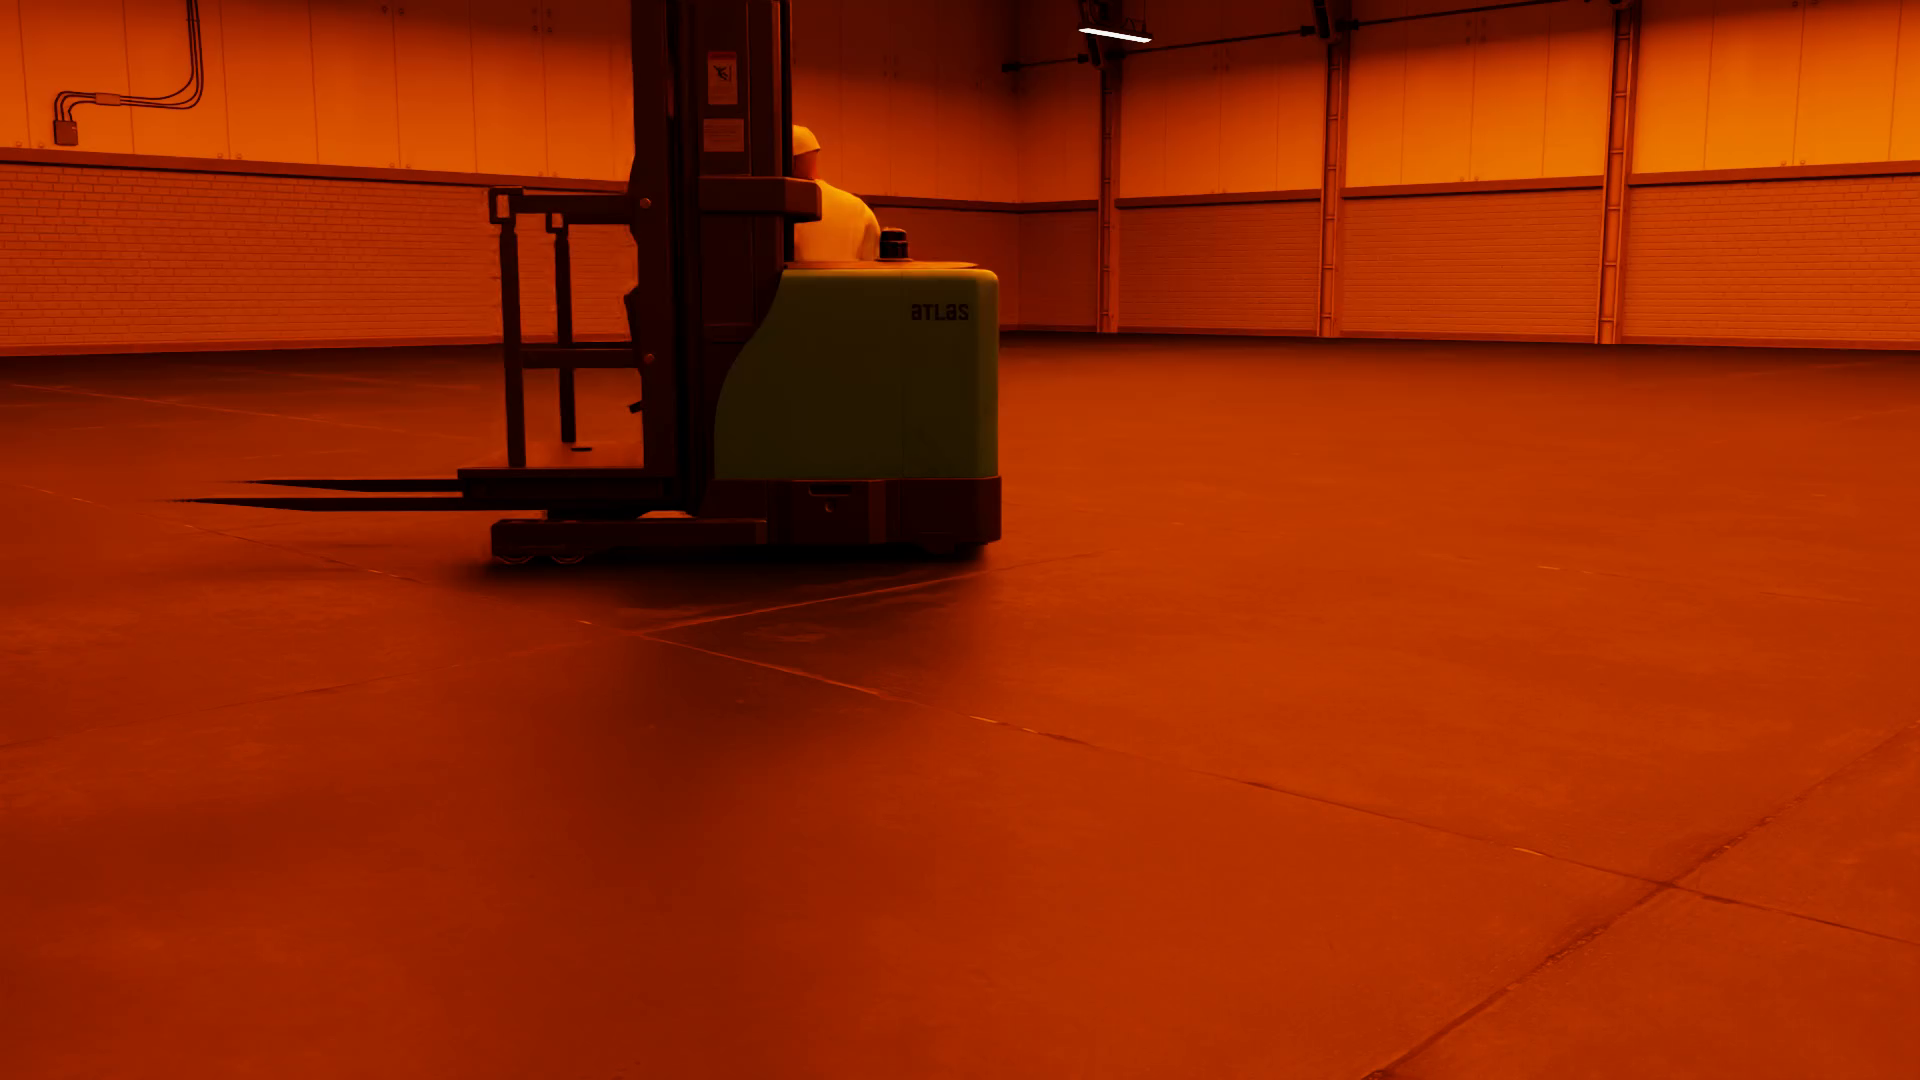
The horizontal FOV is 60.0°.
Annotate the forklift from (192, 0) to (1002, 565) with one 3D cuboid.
[{"bbox_3d":[-1.376,-1.438,6.421,3.031,2.935,1.130,0,9,-2],"label":"forklift"}]

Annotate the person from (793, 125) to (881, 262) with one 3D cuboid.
[{"bbox_3d":[-0.677,-0.931,7.348,0.752,1.736,0.926,-6,11,-36],"label":"person"}]
